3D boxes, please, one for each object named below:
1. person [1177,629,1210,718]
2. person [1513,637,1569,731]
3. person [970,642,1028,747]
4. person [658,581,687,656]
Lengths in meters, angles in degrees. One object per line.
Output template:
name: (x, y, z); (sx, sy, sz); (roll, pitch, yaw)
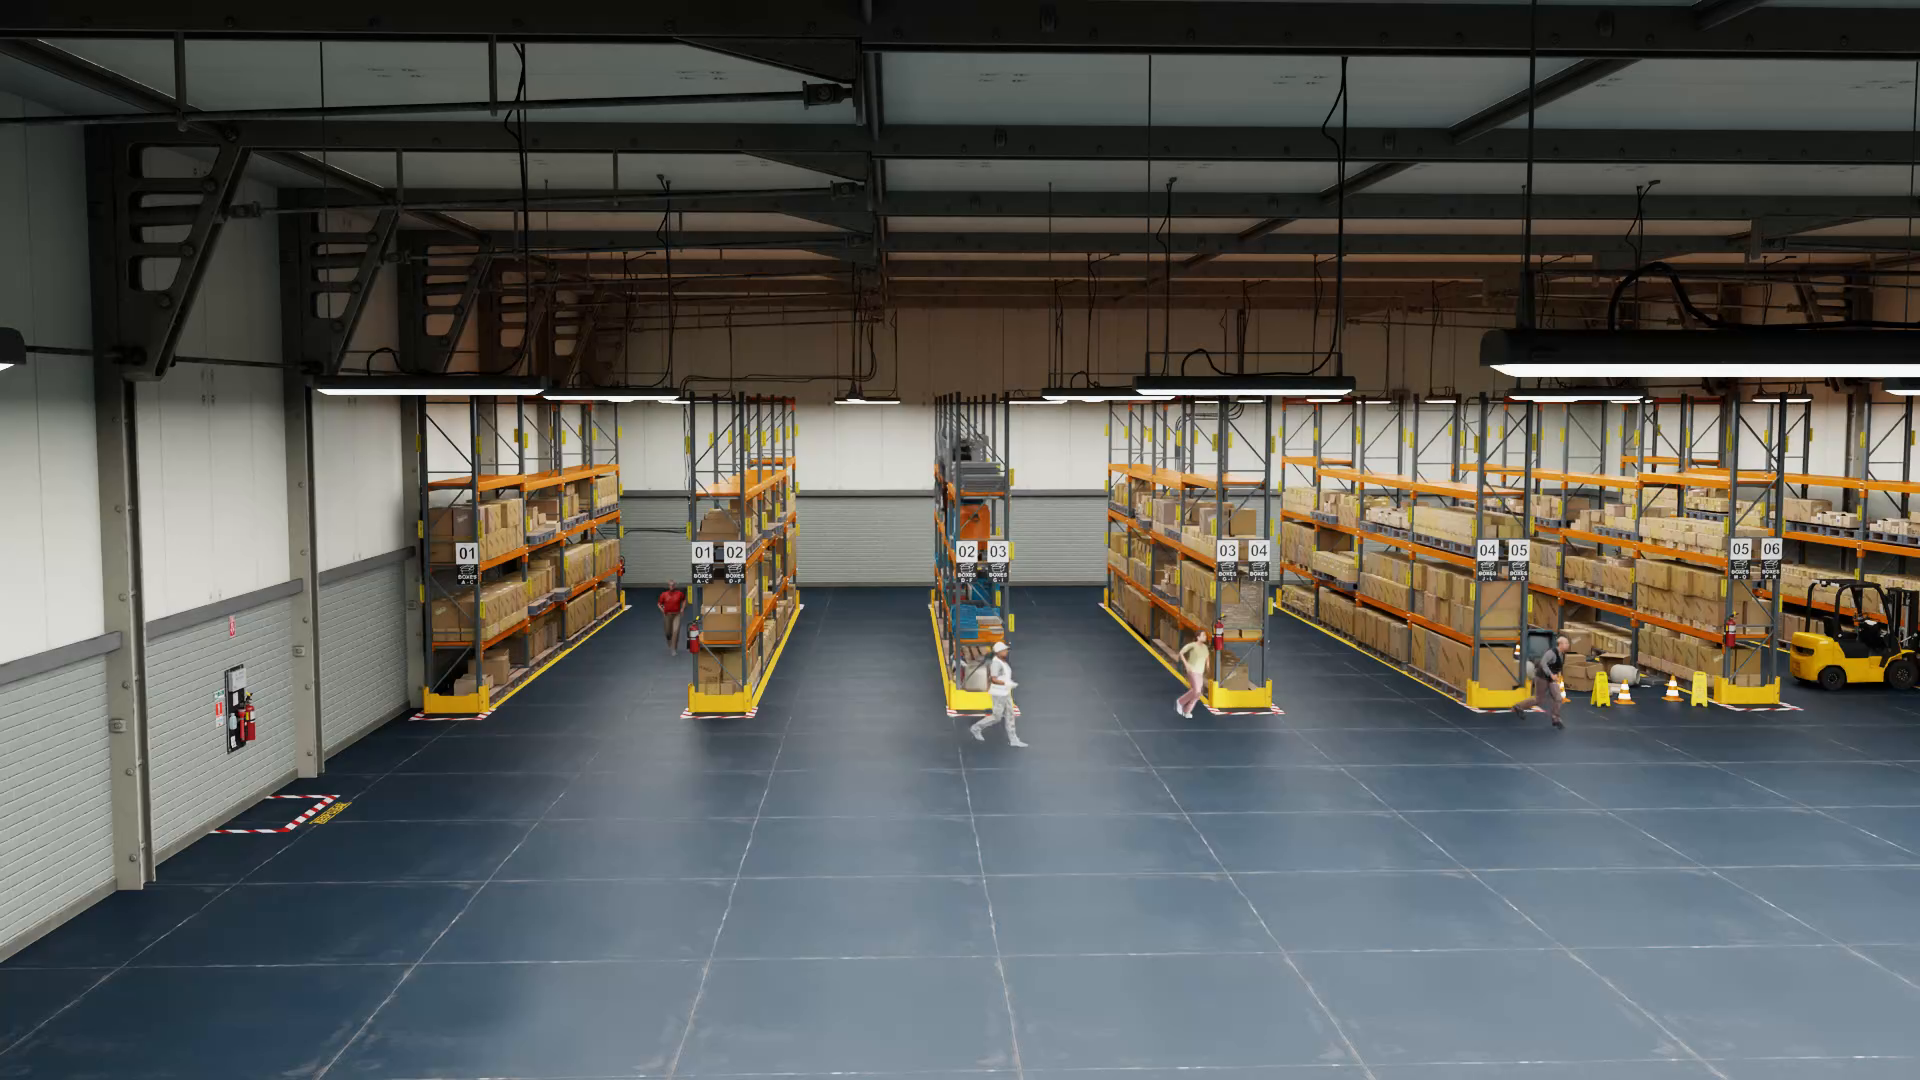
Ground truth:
person: (4.366, 2.461, 30.745); (0.638, 1.613, 0.515); (-4, 6, -39)
person: (10.423, 2.534, 29.779); (0.994, 1.680, 0.685); (4, 6, 39)
person: (0.656, 2.593, 27.893); (0.991, 1.776, 0.677); (1, 5, 16)
person: (-6.681, 1.807, 38.660); (0.672, 1.733, 0.814); (-1, 5, -10)
